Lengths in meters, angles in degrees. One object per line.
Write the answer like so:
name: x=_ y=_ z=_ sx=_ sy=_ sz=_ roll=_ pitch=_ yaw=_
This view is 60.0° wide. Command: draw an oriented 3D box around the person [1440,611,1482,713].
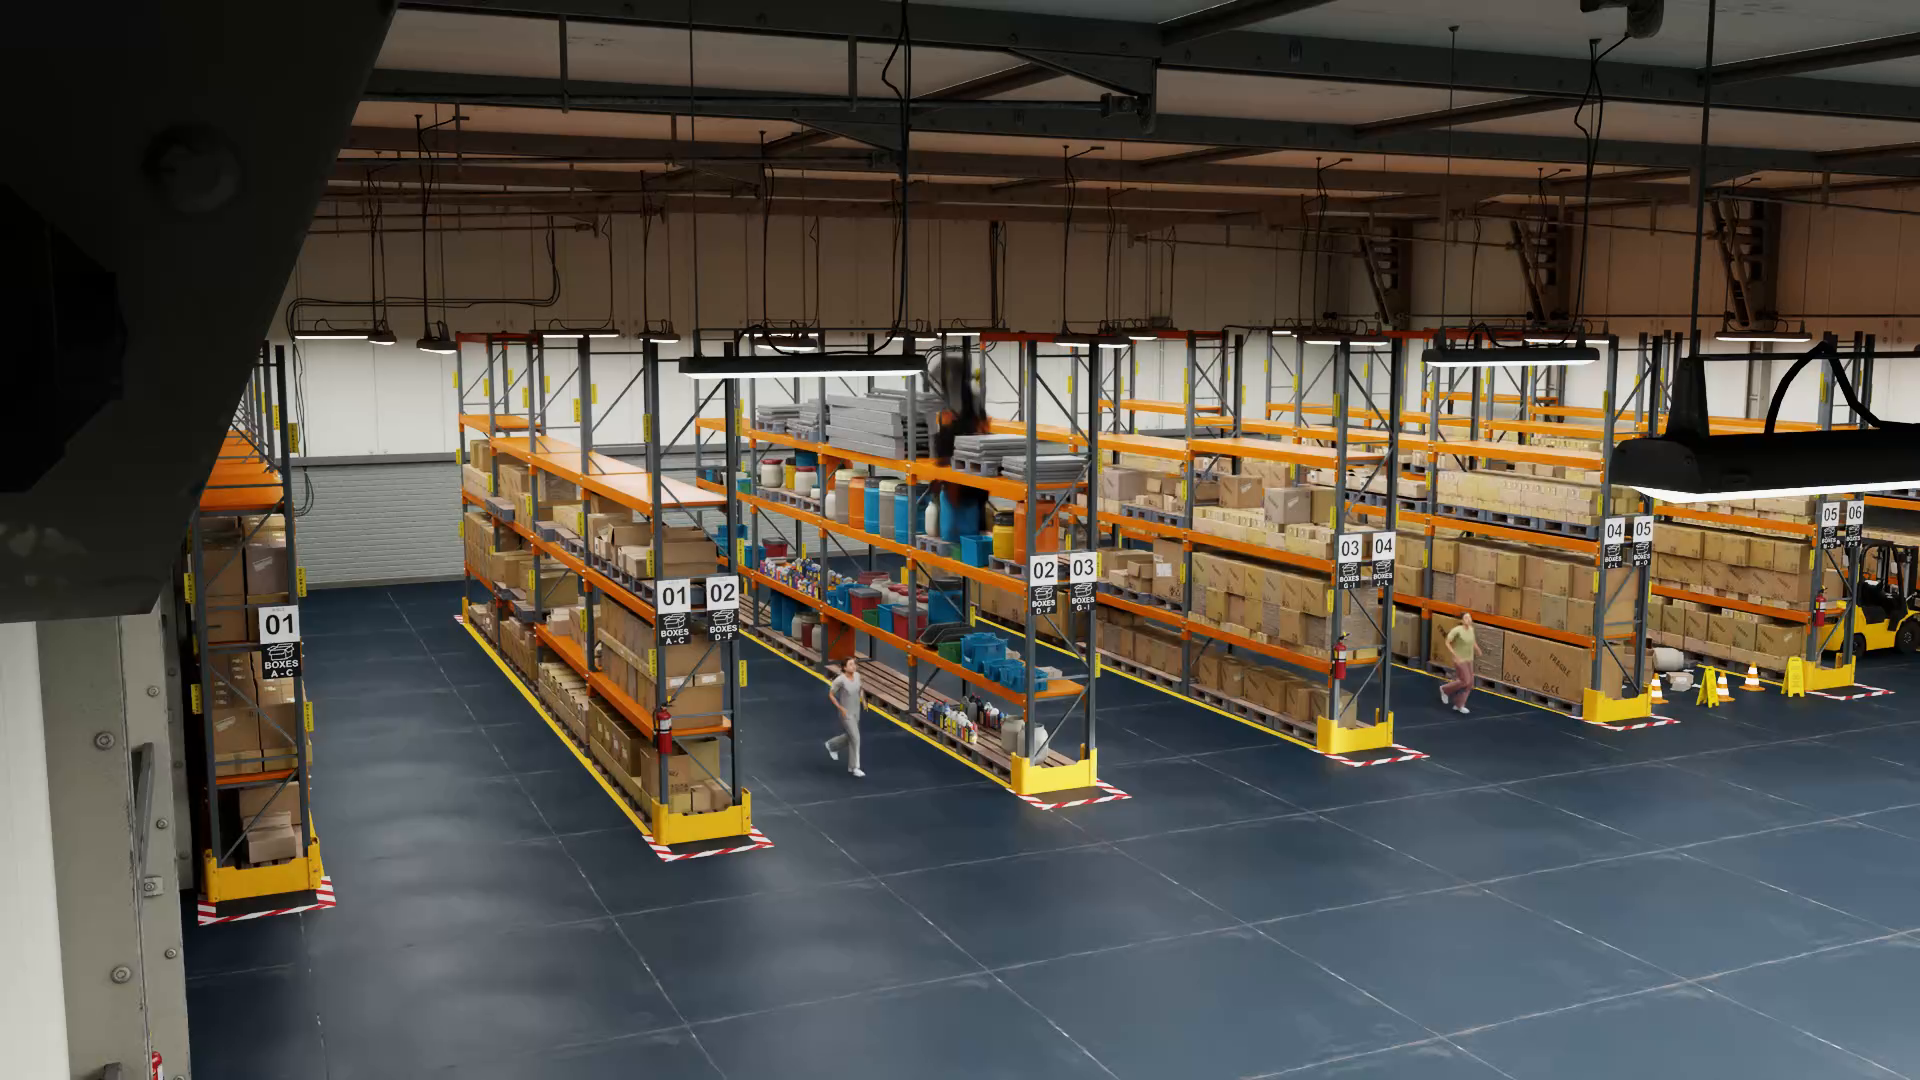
person: x=8.069 y=1.939 z=26.717 sx=0.573 sy=1.639 sz=0.584 roll=-4 pitch=9 yaw=-28

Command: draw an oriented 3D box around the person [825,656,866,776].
person: x=-1.611 y=2.414 z=23.133 sx=0.765 sy=1.678 sz=0.565 roll=7 pitch=11 yaw=43
